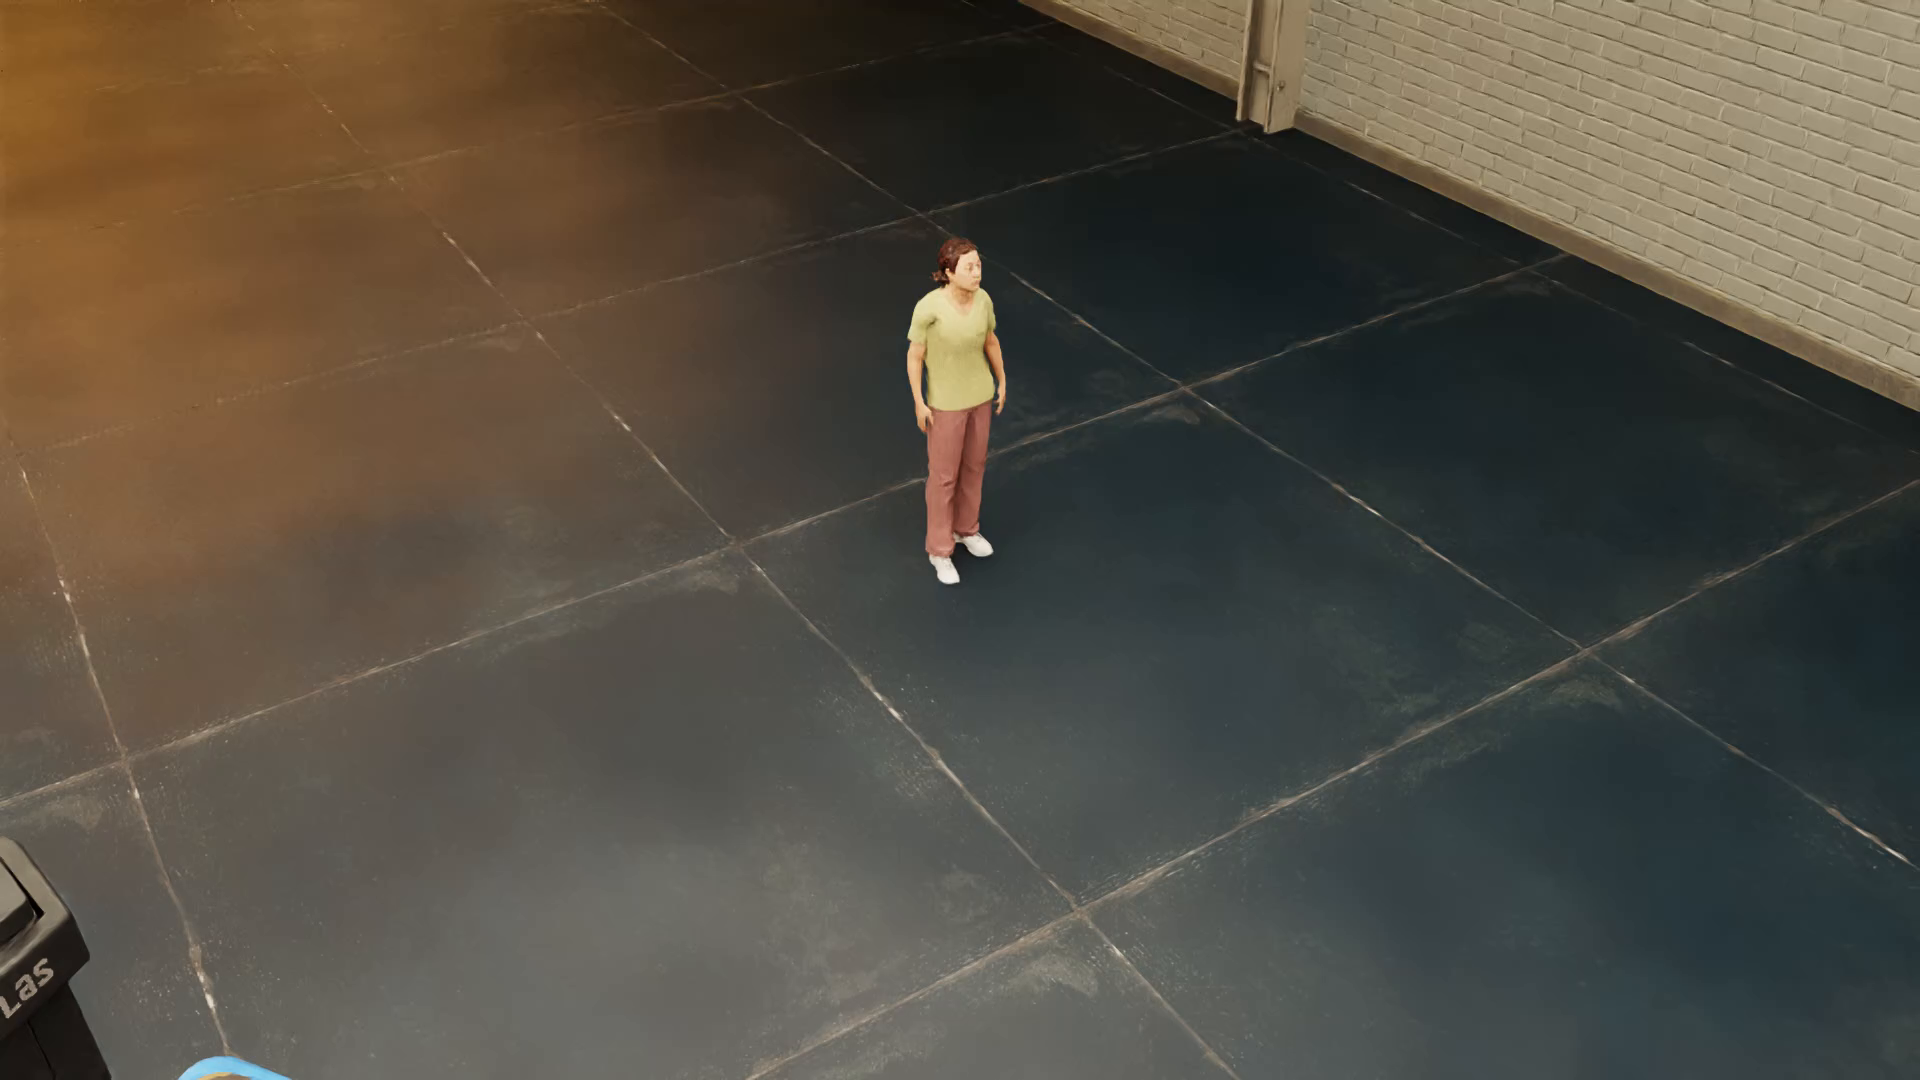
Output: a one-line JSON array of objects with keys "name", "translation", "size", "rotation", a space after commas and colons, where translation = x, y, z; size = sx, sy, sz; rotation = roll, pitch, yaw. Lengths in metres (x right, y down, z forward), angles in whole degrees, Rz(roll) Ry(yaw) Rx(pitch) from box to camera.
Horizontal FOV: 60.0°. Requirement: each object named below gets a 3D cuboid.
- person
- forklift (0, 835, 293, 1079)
[{"name": "person", "translation": [0.031, -0.652, 8.156], "size": [0.554, 1.674, 0.548], "rotation": [-21, 40, -27]}, {"name": "forklift", "translation": [-2.261, 2.025, 3.266], "size": [1.130, 2.935, 3.031], "rotation": [13, 37, 18]}]
